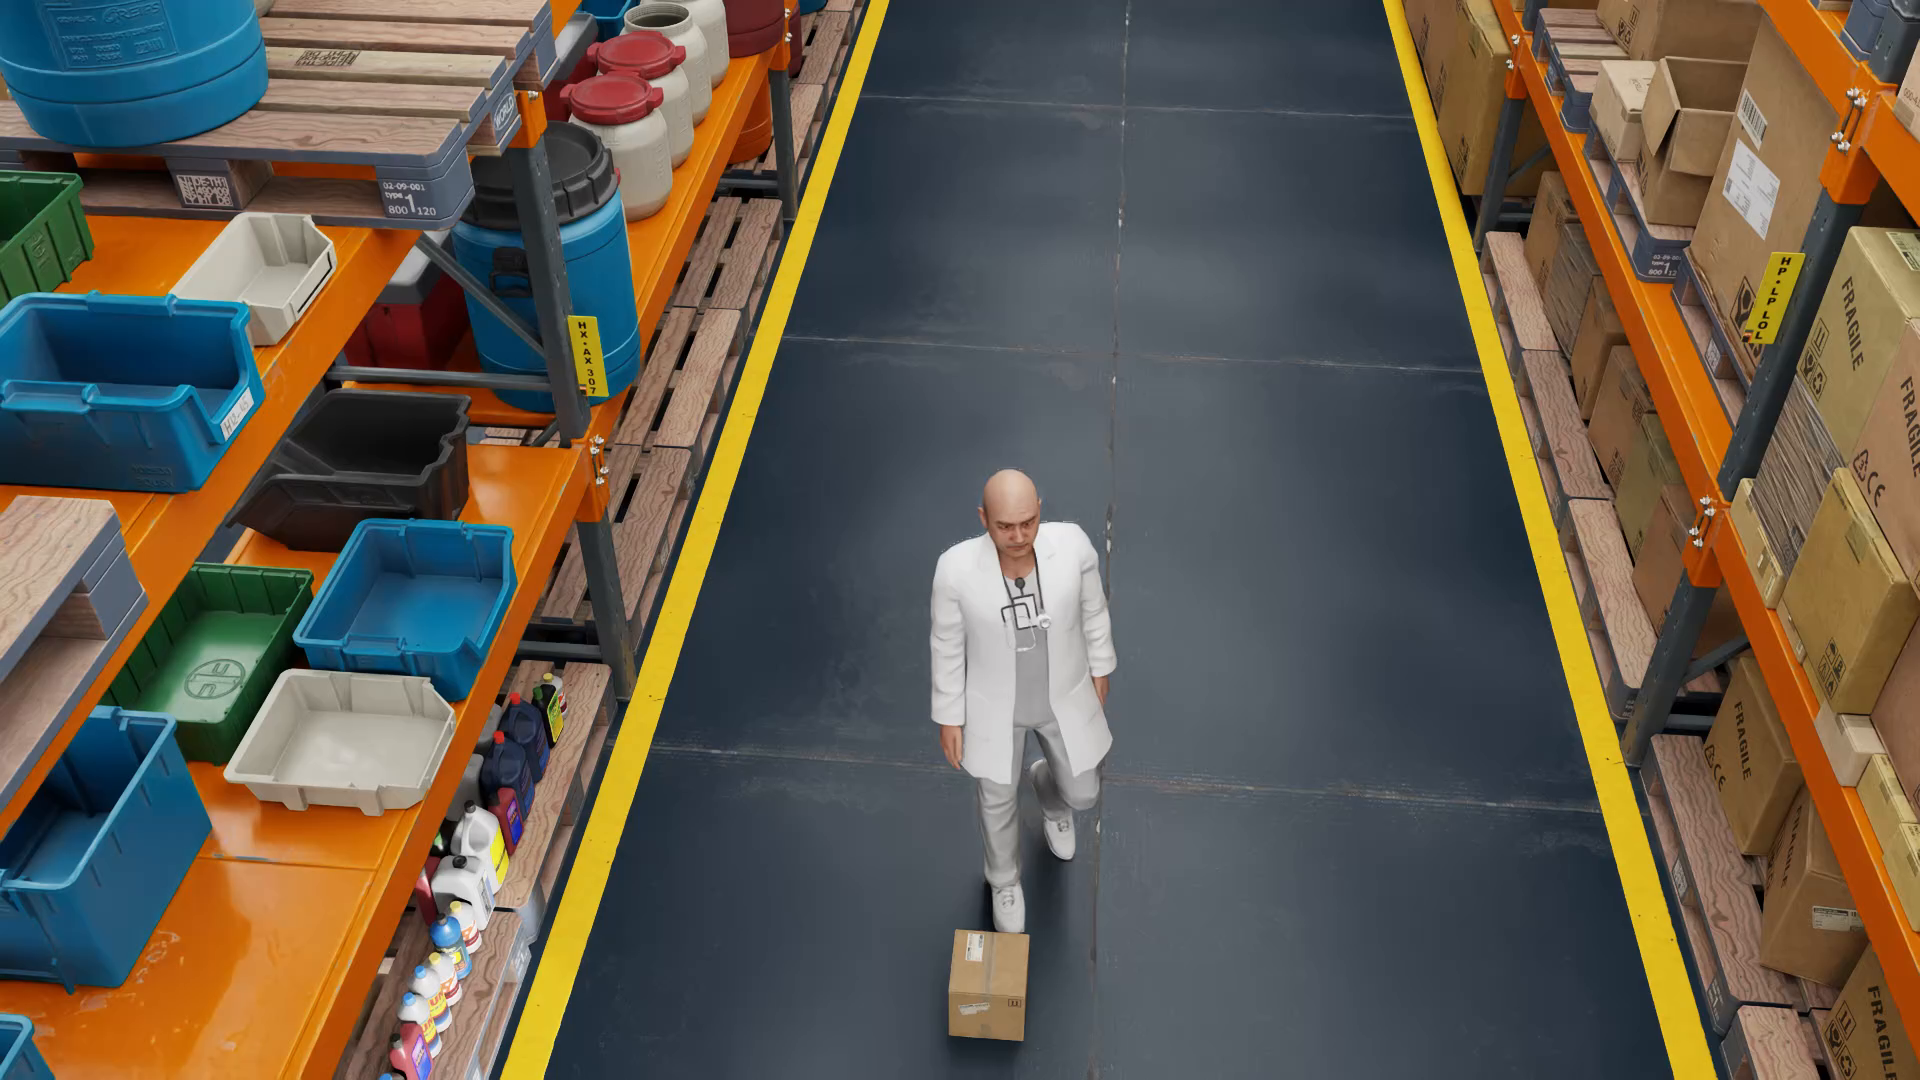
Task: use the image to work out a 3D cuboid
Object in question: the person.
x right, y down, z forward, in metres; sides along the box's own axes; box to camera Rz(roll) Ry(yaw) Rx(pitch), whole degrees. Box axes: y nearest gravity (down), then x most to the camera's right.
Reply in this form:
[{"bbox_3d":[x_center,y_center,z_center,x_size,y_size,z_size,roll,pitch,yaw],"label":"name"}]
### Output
[{"bbox_3d":[0.216,0.525,5.505,0.639,1.785,0.652,-4,40,-5],"label":"person"}]
